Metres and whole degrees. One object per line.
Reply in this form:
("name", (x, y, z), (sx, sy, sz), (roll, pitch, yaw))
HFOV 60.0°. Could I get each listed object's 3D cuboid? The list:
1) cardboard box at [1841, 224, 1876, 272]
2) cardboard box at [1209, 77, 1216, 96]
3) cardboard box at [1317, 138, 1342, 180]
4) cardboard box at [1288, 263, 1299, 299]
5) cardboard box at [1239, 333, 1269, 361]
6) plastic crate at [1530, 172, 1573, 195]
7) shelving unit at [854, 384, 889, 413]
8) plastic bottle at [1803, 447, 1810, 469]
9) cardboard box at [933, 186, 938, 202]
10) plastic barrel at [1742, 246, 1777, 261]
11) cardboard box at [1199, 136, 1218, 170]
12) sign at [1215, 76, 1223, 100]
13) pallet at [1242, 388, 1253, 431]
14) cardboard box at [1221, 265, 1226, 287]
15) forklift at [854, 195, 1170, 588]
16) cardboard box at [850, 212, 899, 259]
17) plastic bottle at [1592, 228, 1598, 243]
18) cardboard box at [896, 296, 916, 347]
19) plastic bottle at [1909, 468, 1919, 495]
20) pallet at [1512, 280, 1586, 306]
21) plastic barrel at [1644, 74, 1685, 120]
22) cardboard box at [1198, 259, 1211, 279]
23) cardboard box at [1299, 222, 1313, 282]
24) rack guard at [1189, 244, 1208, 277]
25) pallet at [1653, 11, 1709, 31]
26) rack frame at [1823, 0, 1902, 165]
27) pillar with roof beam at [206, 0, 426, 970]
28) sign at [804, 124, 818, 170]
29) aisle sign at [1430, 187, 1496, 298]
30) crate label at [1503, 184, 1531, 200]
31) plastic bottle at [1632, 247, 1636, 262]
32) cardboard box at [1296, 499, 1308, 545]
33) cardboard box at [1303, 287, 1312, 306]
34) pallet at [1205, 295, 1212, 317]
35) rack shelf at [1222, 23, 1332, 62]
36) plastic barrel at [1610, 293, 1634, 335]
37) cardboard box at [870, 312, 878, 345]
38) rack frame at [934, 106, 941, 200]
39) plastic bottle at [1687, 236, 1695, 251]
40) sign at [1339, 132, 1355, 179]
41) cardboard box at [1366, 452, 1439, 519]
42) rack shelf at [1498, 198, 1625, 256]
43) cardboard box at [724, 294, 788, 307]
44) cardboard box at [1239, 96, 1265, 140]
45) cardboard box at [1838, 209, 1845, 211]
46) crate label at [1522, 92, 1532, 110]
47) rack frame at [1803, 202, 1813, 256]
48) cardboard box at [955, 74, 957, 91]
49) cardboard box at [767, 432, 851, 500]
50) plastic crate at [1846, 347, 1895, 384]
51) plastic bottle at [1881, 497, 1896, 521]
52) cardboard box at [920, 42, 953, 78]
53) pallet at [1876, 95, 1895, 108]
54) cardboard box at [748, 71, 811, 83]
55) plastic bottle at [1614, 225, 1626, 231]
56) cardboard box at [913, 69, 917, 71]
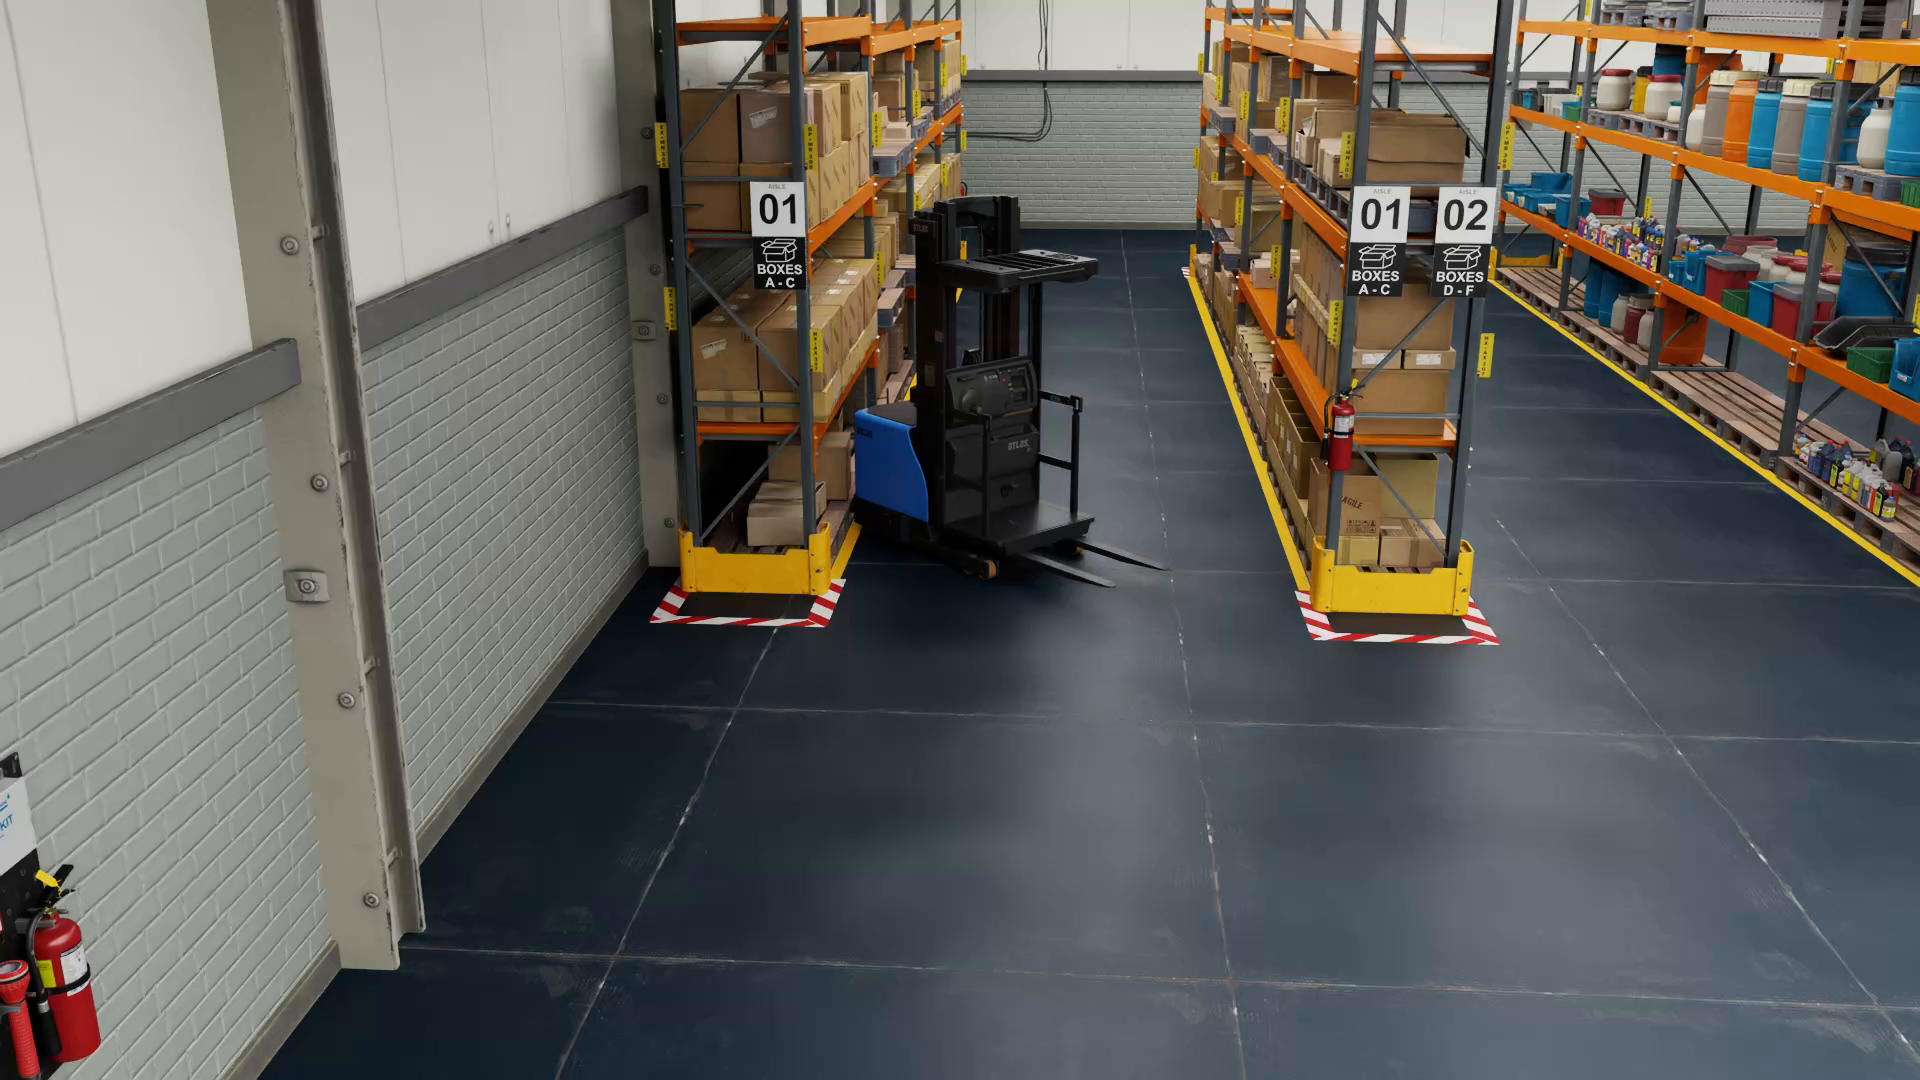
("cardboard box", (14.306, -4.377, 25.701), (0.875, 0.875, 0.875), (1, 18, 4))
("cardboard box", (4.048, -6.865, 25.176), (0.500, 0.250, 0.500), (1, 18, 4))
("cardboard box", (3.169, -3.108, 13.519), (0.500, 0.311, 0.500), (3, 18, 10))
("cardboard box", (3.706, -2.615, 17.425), (0.500, 0.500, 0.500), (3, 18, 8))
("cardboard box", (3.524, -2.248, 19.306), (0.500, 0.311, 0.500), (1, 18, 3))
("plastic crate", (9.559, -5.718, 26.902), (0.616, 0.435, 0.499), (1, 18, 4))
("shelving unit", (-0.782, -0.770, 14.847), (0.258, 1.200, 0.189), (-15, 23, -38))
("plastic bottle", (8.062, -0.781, 15.775), (0.097, 0.201, 0.097), (0, 18, 0))
("cardboard box", (-0.580, -4.650, 23.127), (0.500, 0.500, 0.500), (1, 18, 4))
("plastic barrel", (8.963, -3.025, 18.657), (0.421, 0.512, 0.421), (0, 18, 0))
("cardboard box", (4.162, -6.283, 27.014), (0.500, 0.500, 0.500), (2, 18, 6))
("sign", (3.628, -6.331, 23.279), (0.100, 0.325, 0.005), (1, 18, 4))
("pallet", (3.695, -1.450, 18.509), (1.003, 0.211, 1.213), (1, 18, 4))
("cardboard box", (3.821, -3.572, 22.611), (0.500, 0.250, 0.500), (1, 18, 4))
("forklift", (0.408, -1.246, 13.518), (1.130, 2.935, 3.031), (-15, 23, -38))
("cardboard box", (-1.082, -3.627, 19.809), (0.700, 0.500, 0.500), (-1, 18, -3))
("plastic bottle", (8.628, -4.129, 22.527), (0.097, 0.201, 0.097), (0, 18, 0))
("cardboard box", (-0.874, -2.921, 21.297), (0.750, 0.750, 0.750), (1, 18, 3))
("plastic bottle", (8.619, -0.557, 14.962), (0.061, 0.283, 0.133), (1, 18, 4))
("pallet", (9.209, -3.822, 25.749), (1.003, 0.211, 1.213), (1, 18, 4))
("plastic barrel", (8.800, -5.539, 20.802), (0.433, 0.535, 0.433), (0, 18, 0))
("cardboard box", (4.063, -4.322, 26.504), (0.500, 0.250, 0.500), (1, 18, 4))
("cardboard box", (3.571, -2.691, 15.576), (0.700, 0.500, 0.500), (1, 18, 4))
("rack guard", (4.451, -4.681, 27.905), (1.175, 0.500, 0.348), (1, 18, 4))
("pallet", (8.906, -6.090, 19.504), (1.213, 0.211, 1.003), (1, 18, 4))
("rack frame", (8.537, -4.904, 14.939), (1.000, 3.000, 0.127), (1, 18, 4))
("pillar with roof beam", (1.420, -2.160, 6.565), (9.100, 9.000, 0.400), (1, 18, 4))
("sign", (-1.090, -2.861, 12.117), (0.100, 0.325, 0.005), (1, 18, 4))
("aisle sign", (3.611, -2.131, 11.935), (0.394, 0.787, 0.004), (1, 18, 4))
("crate label", (9.051, -5.660, 27.052), (0.416, 0.233, 0.303), (1, 18, 4))
("plastic bottle", (8.505, -3.595, 20.896), (0.097, 0.201, 0.097), (0, 18, 0))
("cardboard box", (3.077, -0.145, 13.789), (0.500, 0.250, 0.500), (1, 18, 4))
("cardboard box", (3.332, -2.202, 15.125), (0.380, 0.149, 0.250), (1, 18, 3))
("pallet", (4.220, -3.538, 24.882), (1.003, 0.211, 1.213), (1, 18, 4))
("rack shelf", (4.027, -6.348, 21.141), (1.077, 0.370, 4.000), (1, 18, 4))
("plastic barrel", (8.874, -2.994, 22.063), (0.421, 0.512, 0.421), (0, 18, 0))
("cardboard box", (-1.076, -2.059, 16.099), (0.500, 0.250, 0.500), (1, 18, 4))
("rack frame", (-0.771, -4.759, 24.131), (1.000, 3.000, 0.127), (1, 18, 4))
("plastic bottle", (9.305, -3.726, 21.163), (0.061, 0.283, 0.133), (1, 18, 4))
("sign", (2.770, -2.748, 11.880), (0.100, 0.325, 0.005), (1, 18, 4))
("cardboard box", (3.604, -0.489, 13.636), (0.500, 0.500, 0.500), (1, 18, 4))
("rack shelf", (9.254, -4.818, 25.464), (1.077, 0.370, 4.000), (1, 18, 4))
("cardboard box", (-1.731, -1.795, 14.088), (0.500, 0.500, 0.500), (1, 18, 2))
("cardboard box", (3.917, -5.175, 20.422), (0.910, 0.500, 0.500), (1, 18, 4))
("cardboard box", (13.930, -5.207, 25.902), (0.380, 0.149, 0.250), (1, 18, 3))
("crate label", (9.009, -6.856, 25.951), (0.408, 0.251, 0.502), (1, 18, 4))
("rack frame", (14.337, -5.670, 26.910), (1.000, 3.000, 0.127), (1, 18, 4))
("cardboard box", (-0.308, -7.208, 26.192), (0.500, 0.250, 0.500), (1, 18, 2))
("cardboard box", (-1.349, -0.670, 14.959), (0.700, 0.500, 0.500), (0, 18, 0))
("plastic crate", (8.158, -1.538, 14.639), (0.450, 0.188, 0.662), (1, 18, 4))
("plastic bottle", (7.945, -0.271, 14.220), (0.097, 0.201, 0.097), (0, 18, 0))
("cardboard box", (-0.380, -7.245, 25.102), (0.500, 0.500, 0.500), (1, 18, 4))
("pallet", (14.210, -6.443, 24.593), (1.003, 0.211, 1.213), (1, 18, 4))
("cardboard box", (-1.665, -4.087, 15.462), (0.500, 0.500, 0.500), (2, 18, 5))
("plastic bottle", (8.783, -4.053, 22.174), (0.152, 0.276, 0.135), (1, 18, 4))
("cardboard box", (-0.944, -6.171, 22.753), (0.700, 0.500, 0.500), (0, 18, 1))
